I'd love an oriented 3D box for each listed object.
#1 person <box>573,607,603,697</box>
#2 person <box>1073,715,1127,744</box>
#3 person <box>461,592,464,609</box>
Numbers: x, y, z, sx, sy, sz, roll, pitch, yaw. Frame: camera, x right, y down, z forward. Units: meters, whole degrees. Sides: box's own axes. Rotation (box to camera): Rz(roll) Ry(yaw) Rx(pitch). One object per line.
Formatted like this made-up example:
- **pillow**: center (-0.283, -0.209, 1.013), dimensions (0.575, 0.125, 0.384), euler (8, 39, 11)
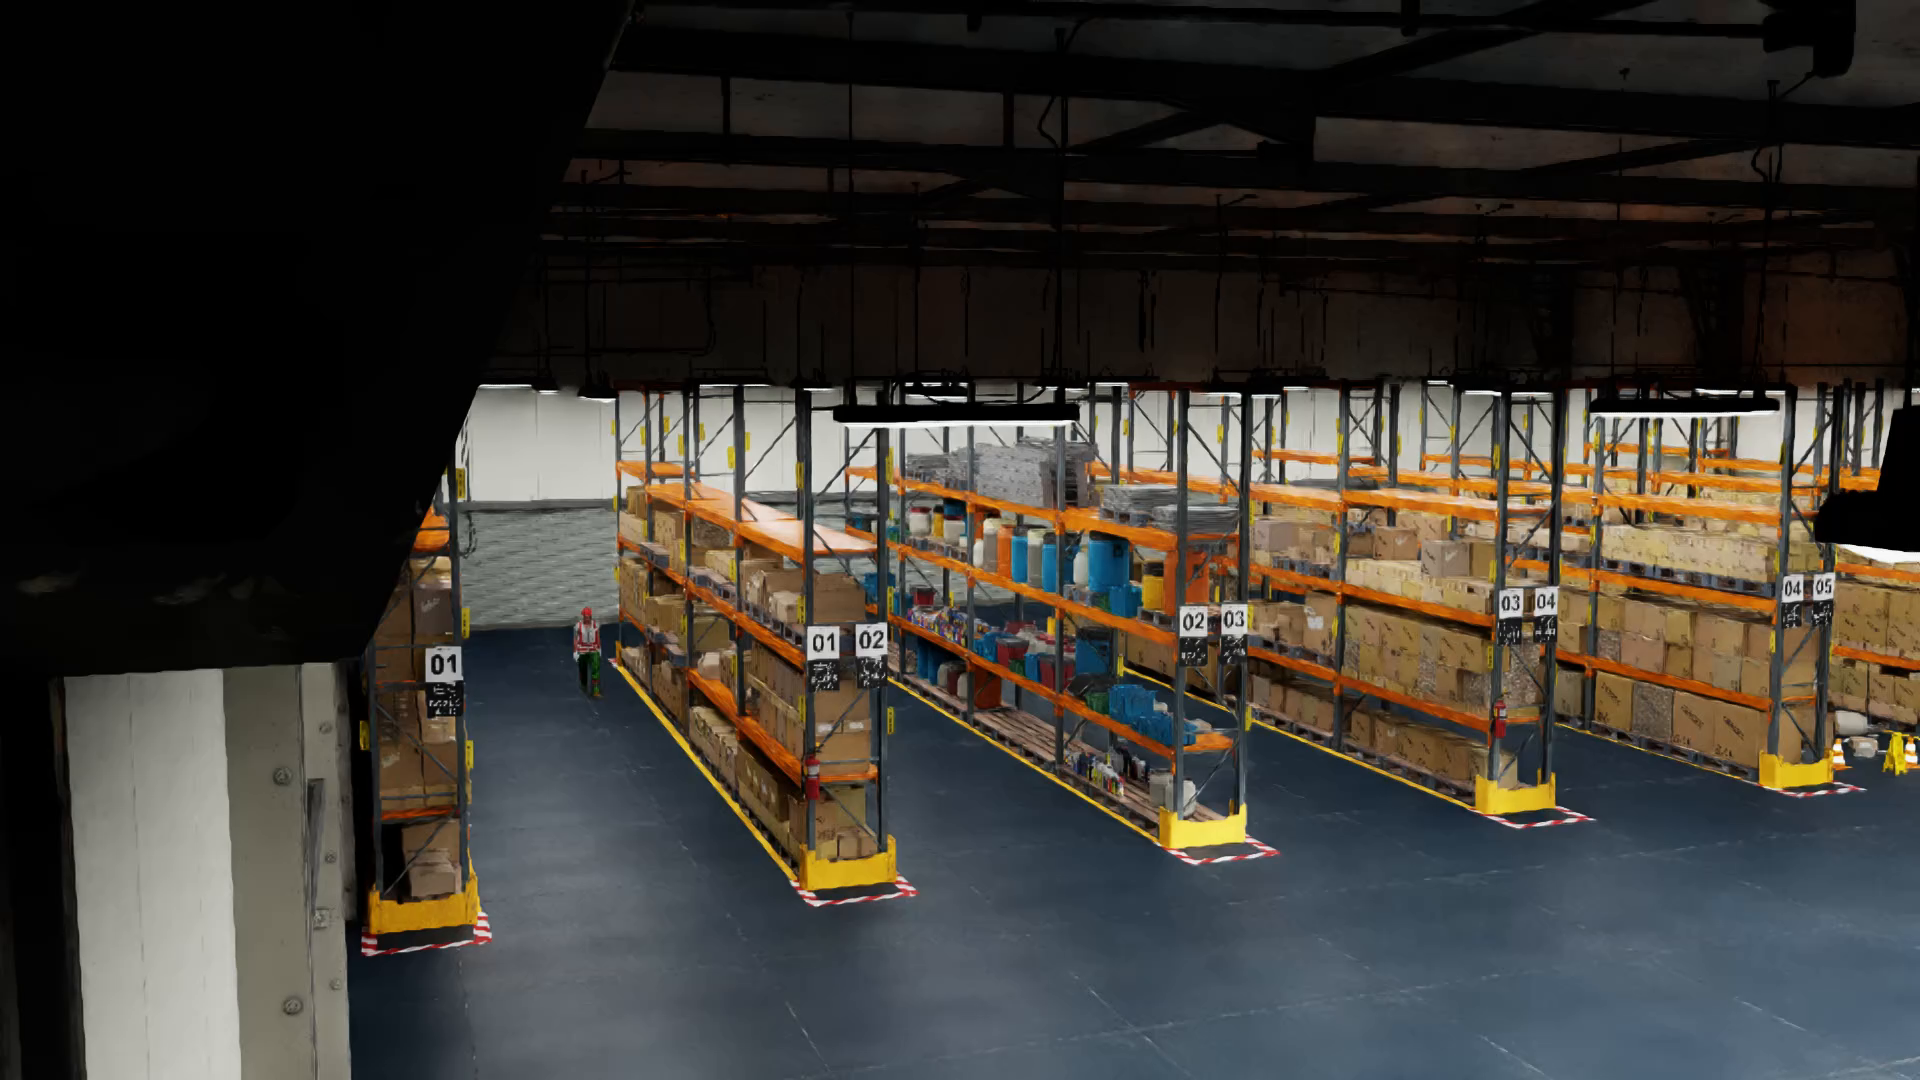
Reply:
- **person**: center (-7.098, 2.111, 31.712), dimensions (0.553, 1.707, 1.104), euler (-2, 6, -17)
- **person**: center (2.308, 2.600, 27.754), dimensions (0.656, 1.597, 0.818), euler (-4, 7, -36)
- **person**: center (-11.367, 1.625, 37.070), dimensions (0.470, 1.587, 0.581), euler (3, 7, 27)
